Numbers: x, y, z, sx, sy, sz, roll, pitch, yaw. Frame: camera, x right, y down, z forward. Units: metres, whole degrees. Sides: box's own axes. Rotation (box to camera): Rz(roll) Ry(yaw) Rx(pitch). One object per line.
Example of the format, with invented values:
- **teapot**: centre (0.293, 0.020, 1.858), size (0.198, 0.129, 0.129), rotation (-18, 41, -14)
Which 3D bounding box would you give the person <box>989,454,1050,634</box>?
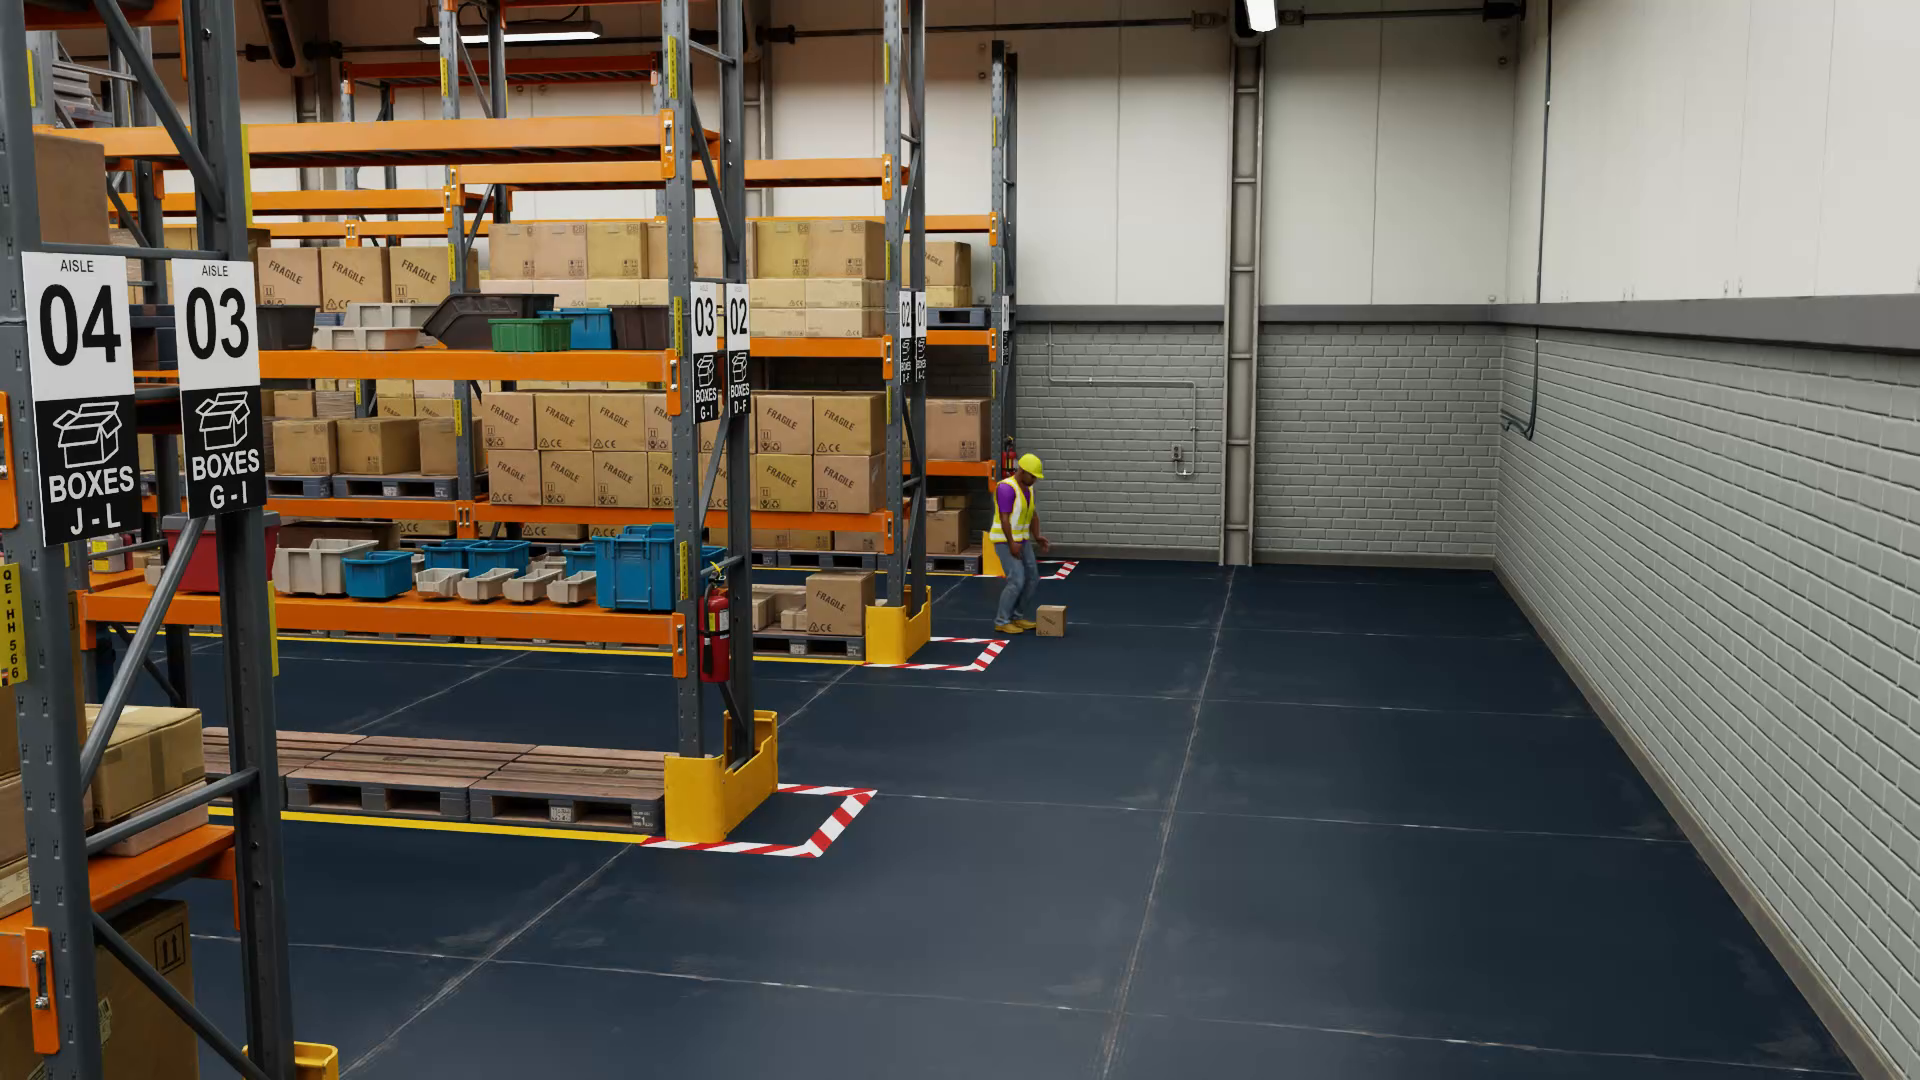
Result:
- **person**: centre (0.567, 0.023, 15.841), size (0.491, 1.693, 0.599), rotation (5, 9, 33)
